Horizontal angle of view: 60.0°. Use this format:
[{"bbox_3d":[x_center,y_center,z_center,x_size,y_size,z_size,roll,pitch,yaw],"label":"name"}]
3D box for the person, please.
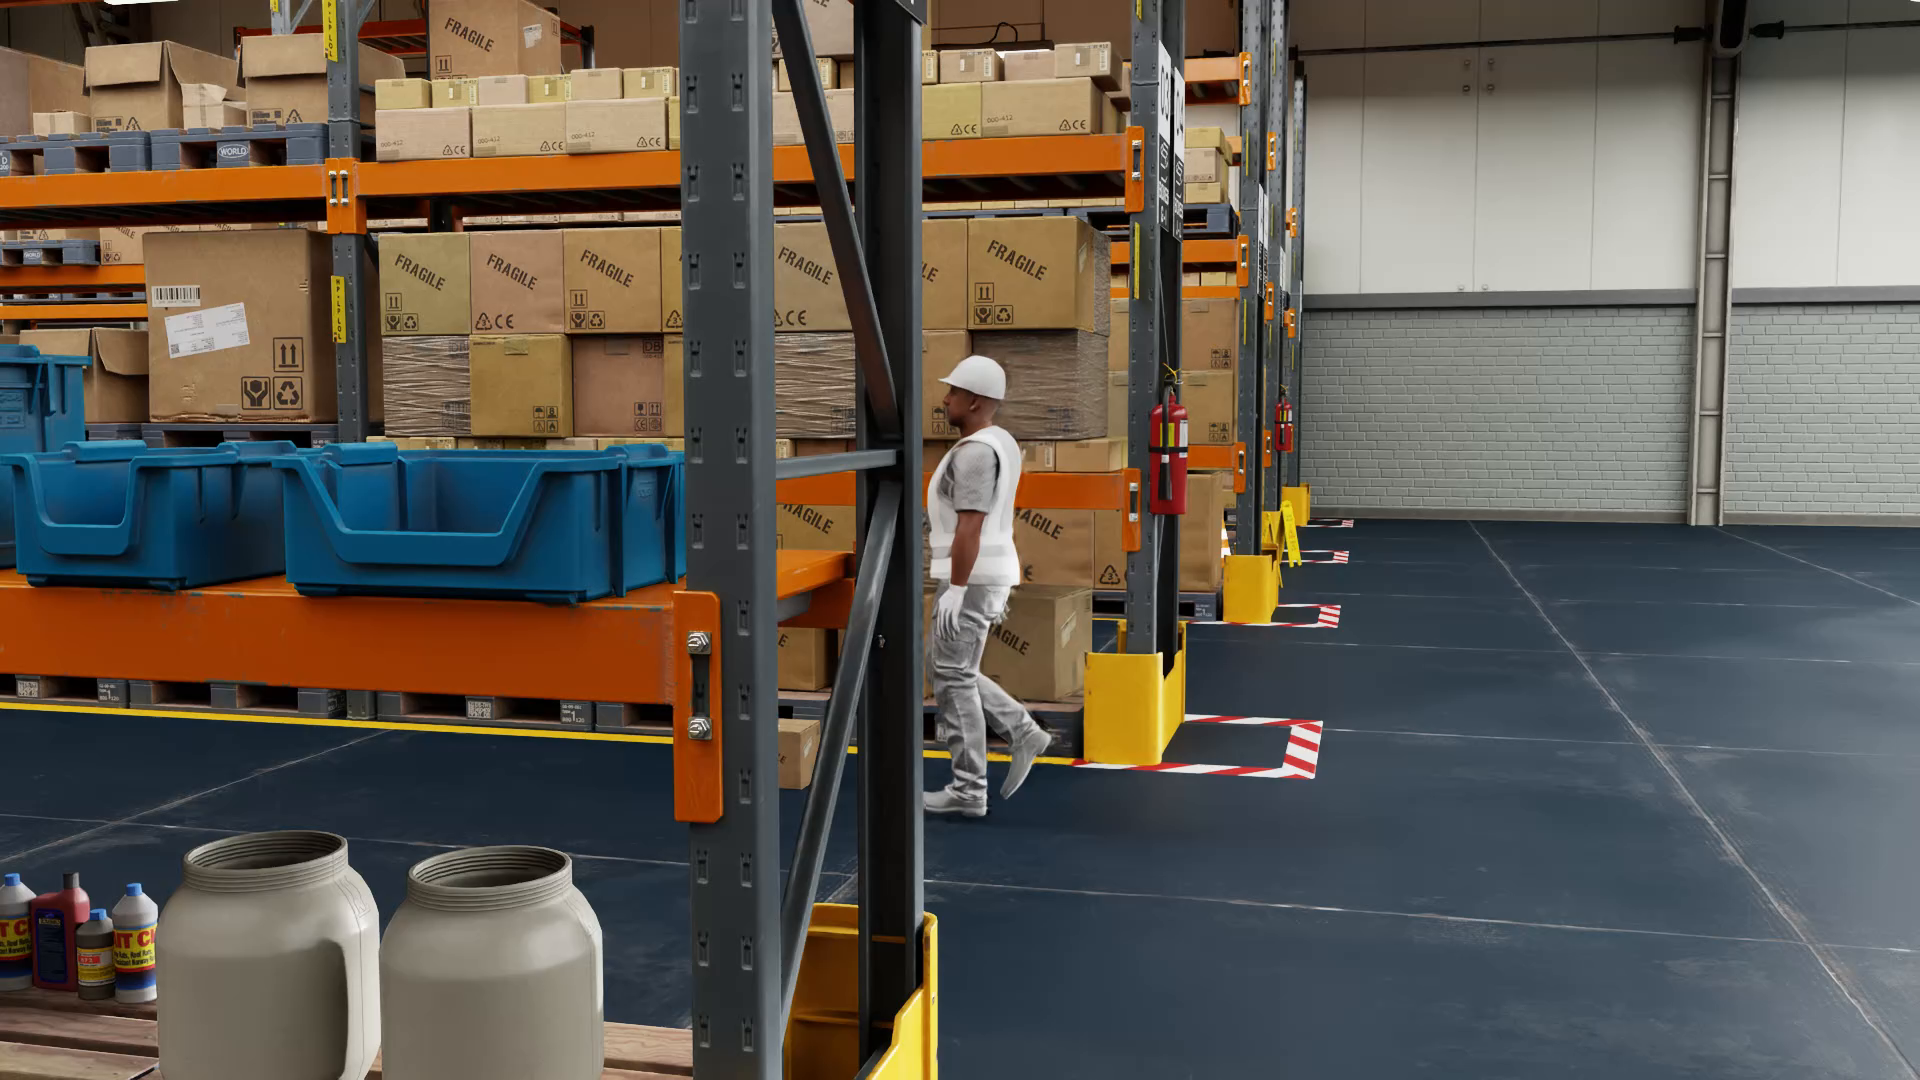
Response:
[{"bbox_3d":[0.083,0.176,6.461,0.540,1.774,0.597,1,5,12],"label":"person"}]
